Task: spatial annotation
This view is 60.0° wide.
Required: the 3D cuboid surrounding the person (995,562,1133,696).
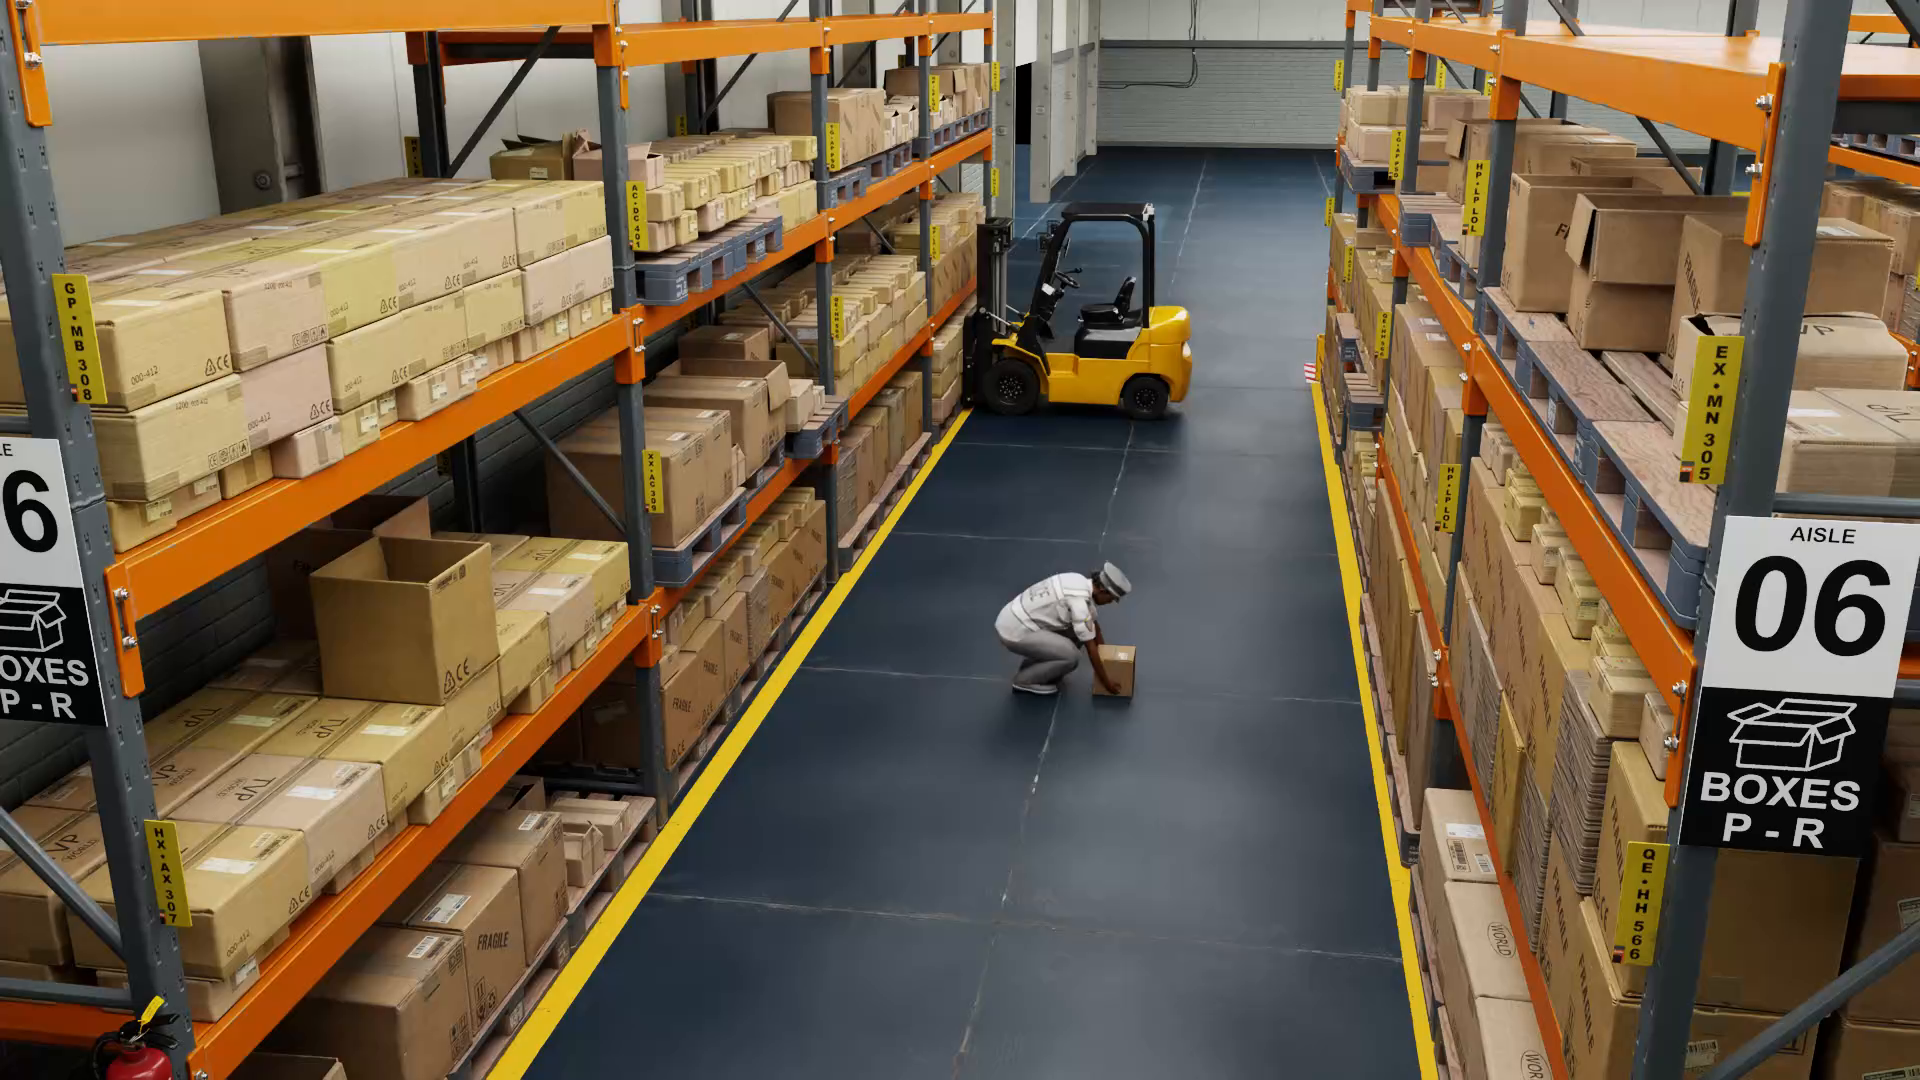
[{"bbox_3d":[0.665,0.559,10.701,0.869,0.845,0.480,3,18,10],"label":"person"}]
